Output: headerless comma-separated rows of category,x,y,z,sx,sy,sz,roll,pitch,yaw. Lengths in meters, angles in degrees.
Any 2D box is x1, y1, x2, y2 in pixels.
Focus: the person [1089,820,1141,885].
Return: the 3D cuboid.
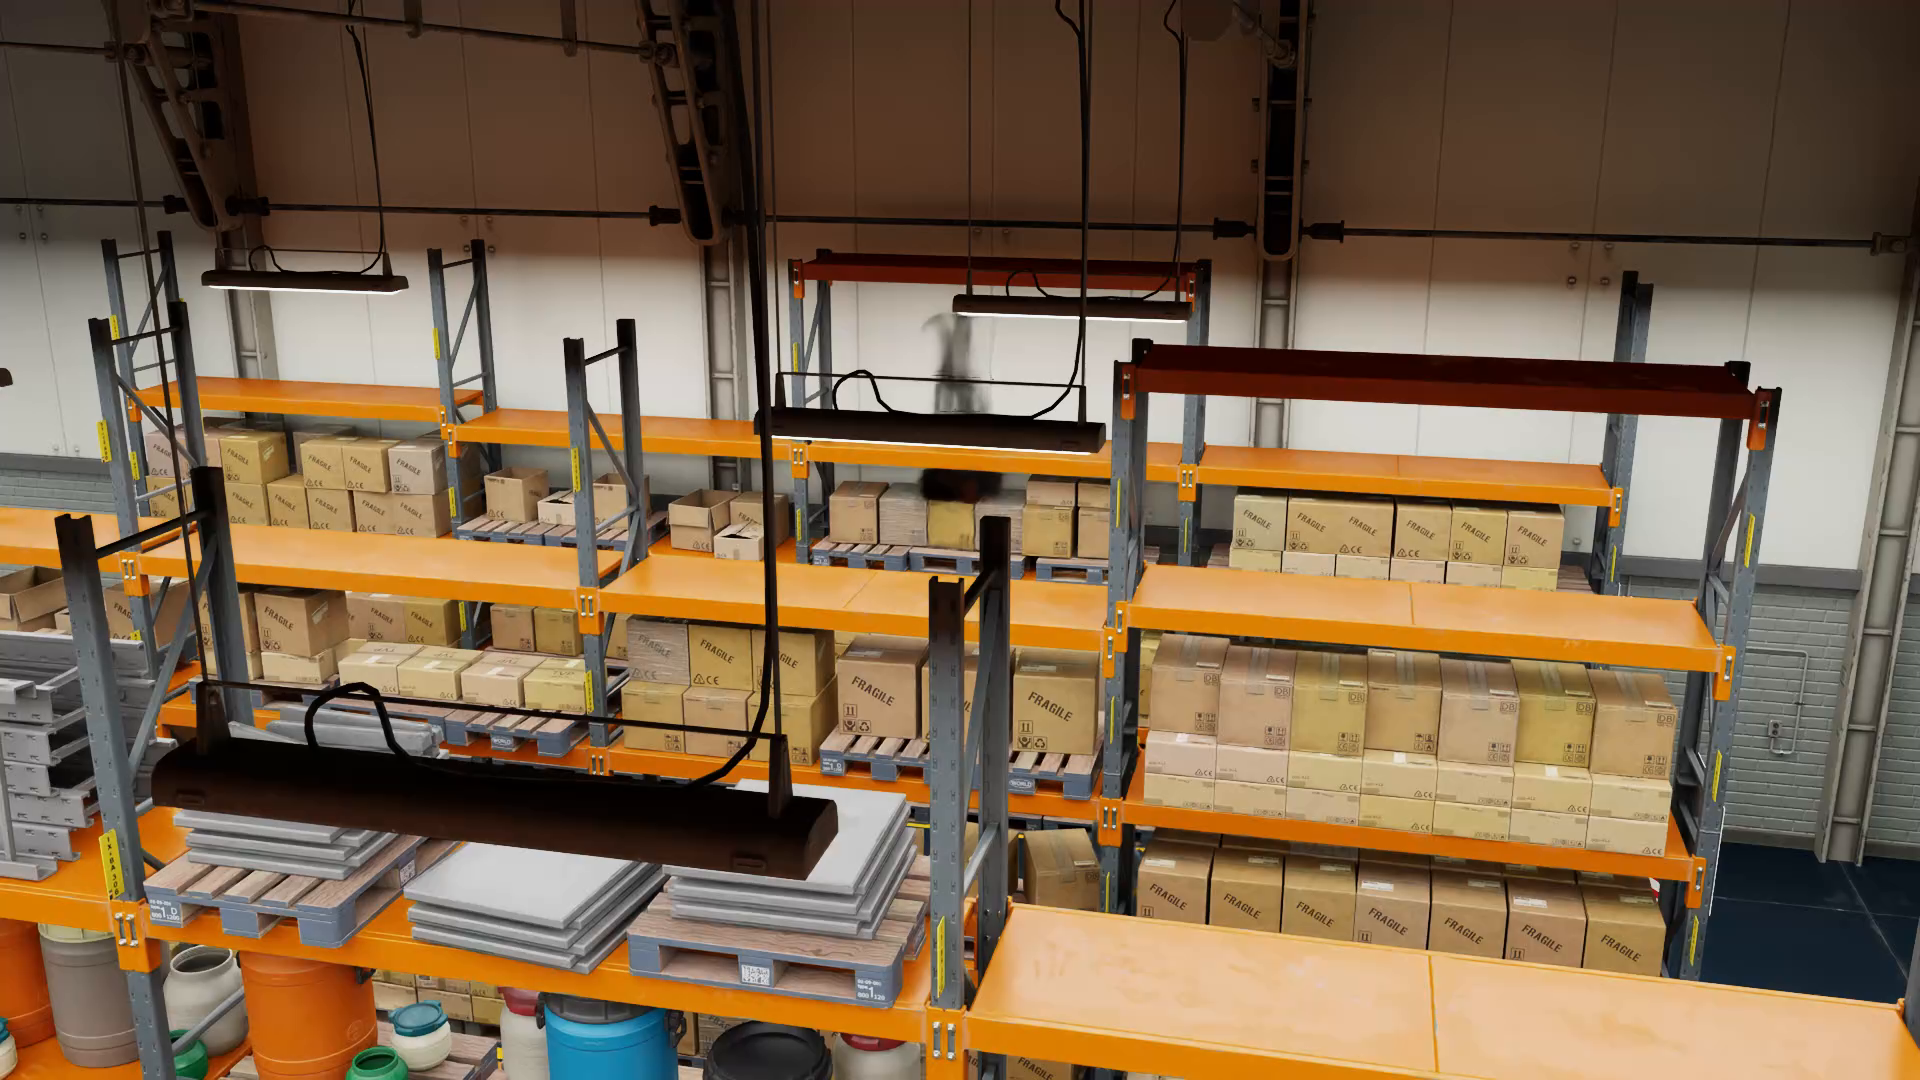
person,1.372,2.512,15.442,0.837,1.688,0.681,0,16,1
